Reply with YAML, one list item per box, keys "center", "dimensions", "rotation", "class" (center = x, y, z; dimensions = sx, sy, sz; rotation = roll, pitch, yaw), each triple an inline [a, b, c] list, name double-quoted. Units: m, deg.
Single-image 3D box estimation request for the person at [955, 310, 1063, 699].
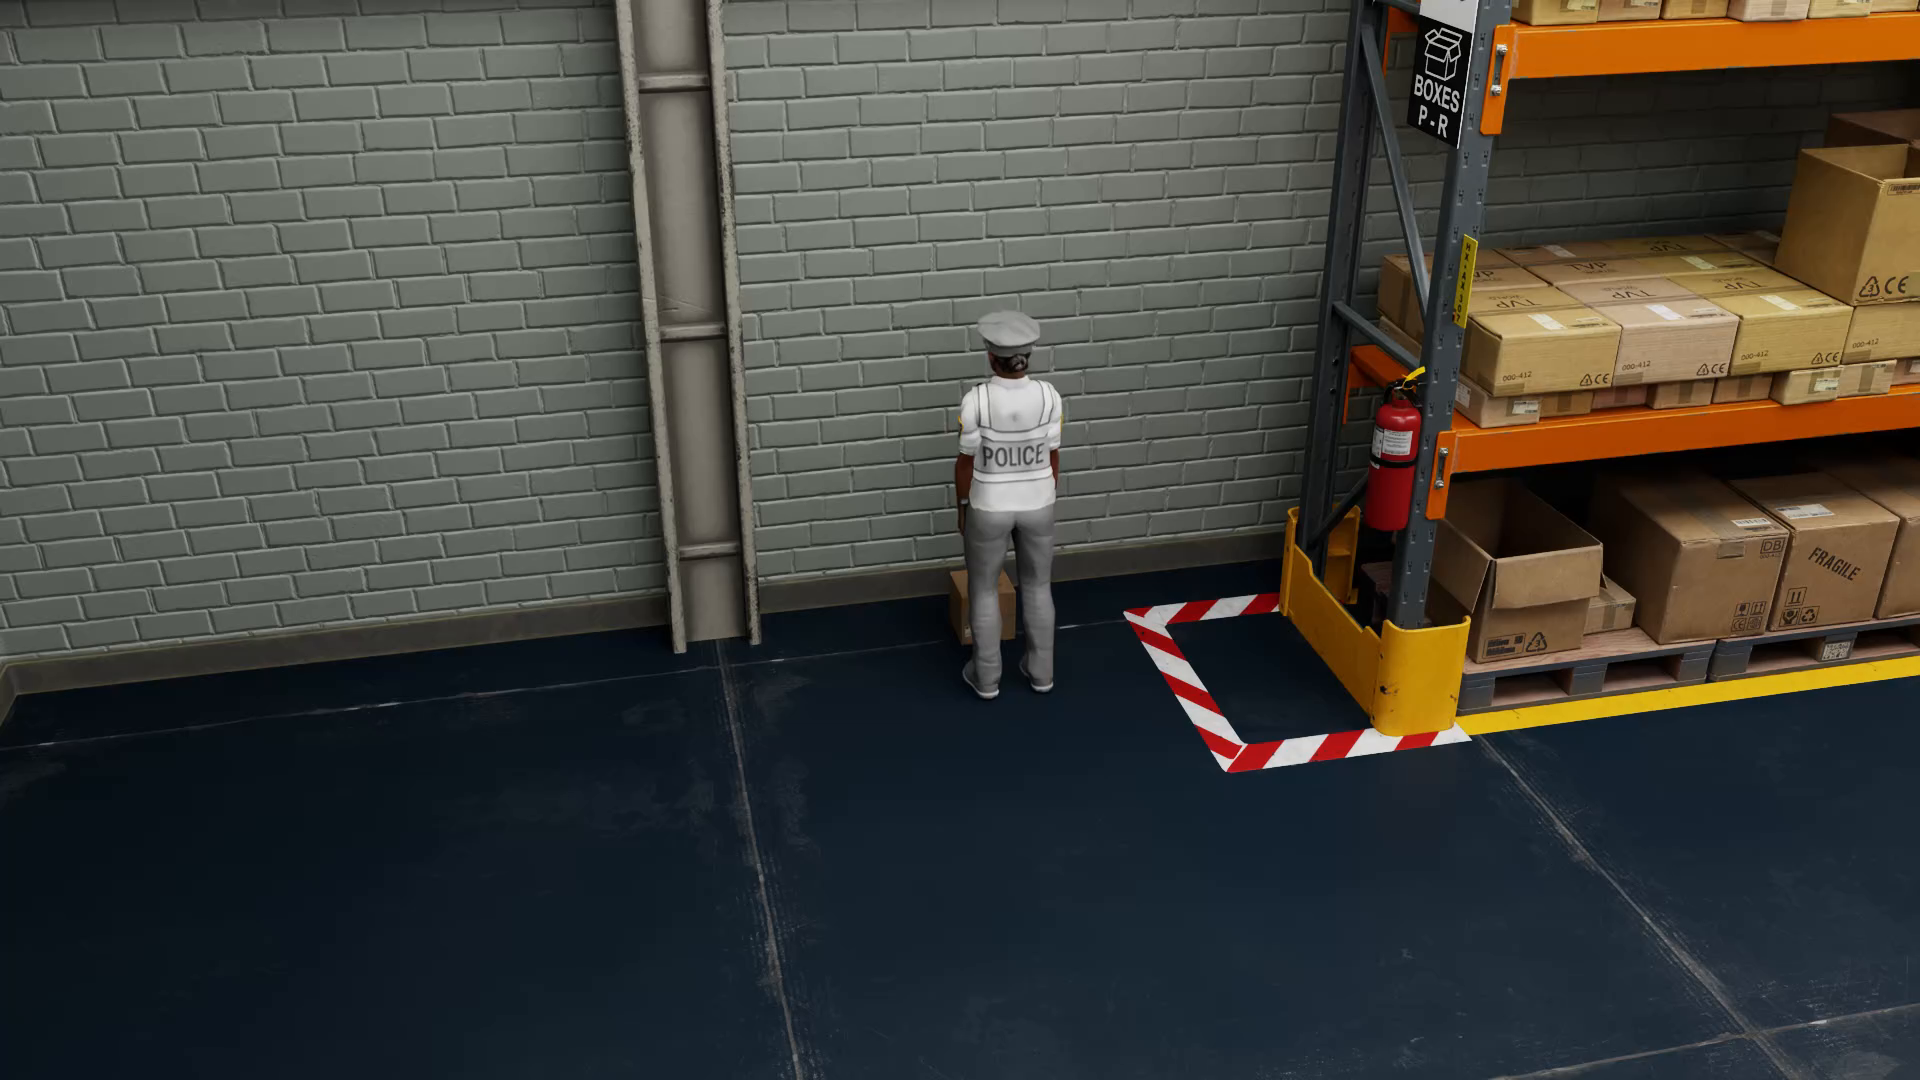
- center: [0.188, -0.129, 6.868]
  dimensions: [0.437, 1.669, 0.341]
  rotation: [-5, 27, -10]
  class: "person"
